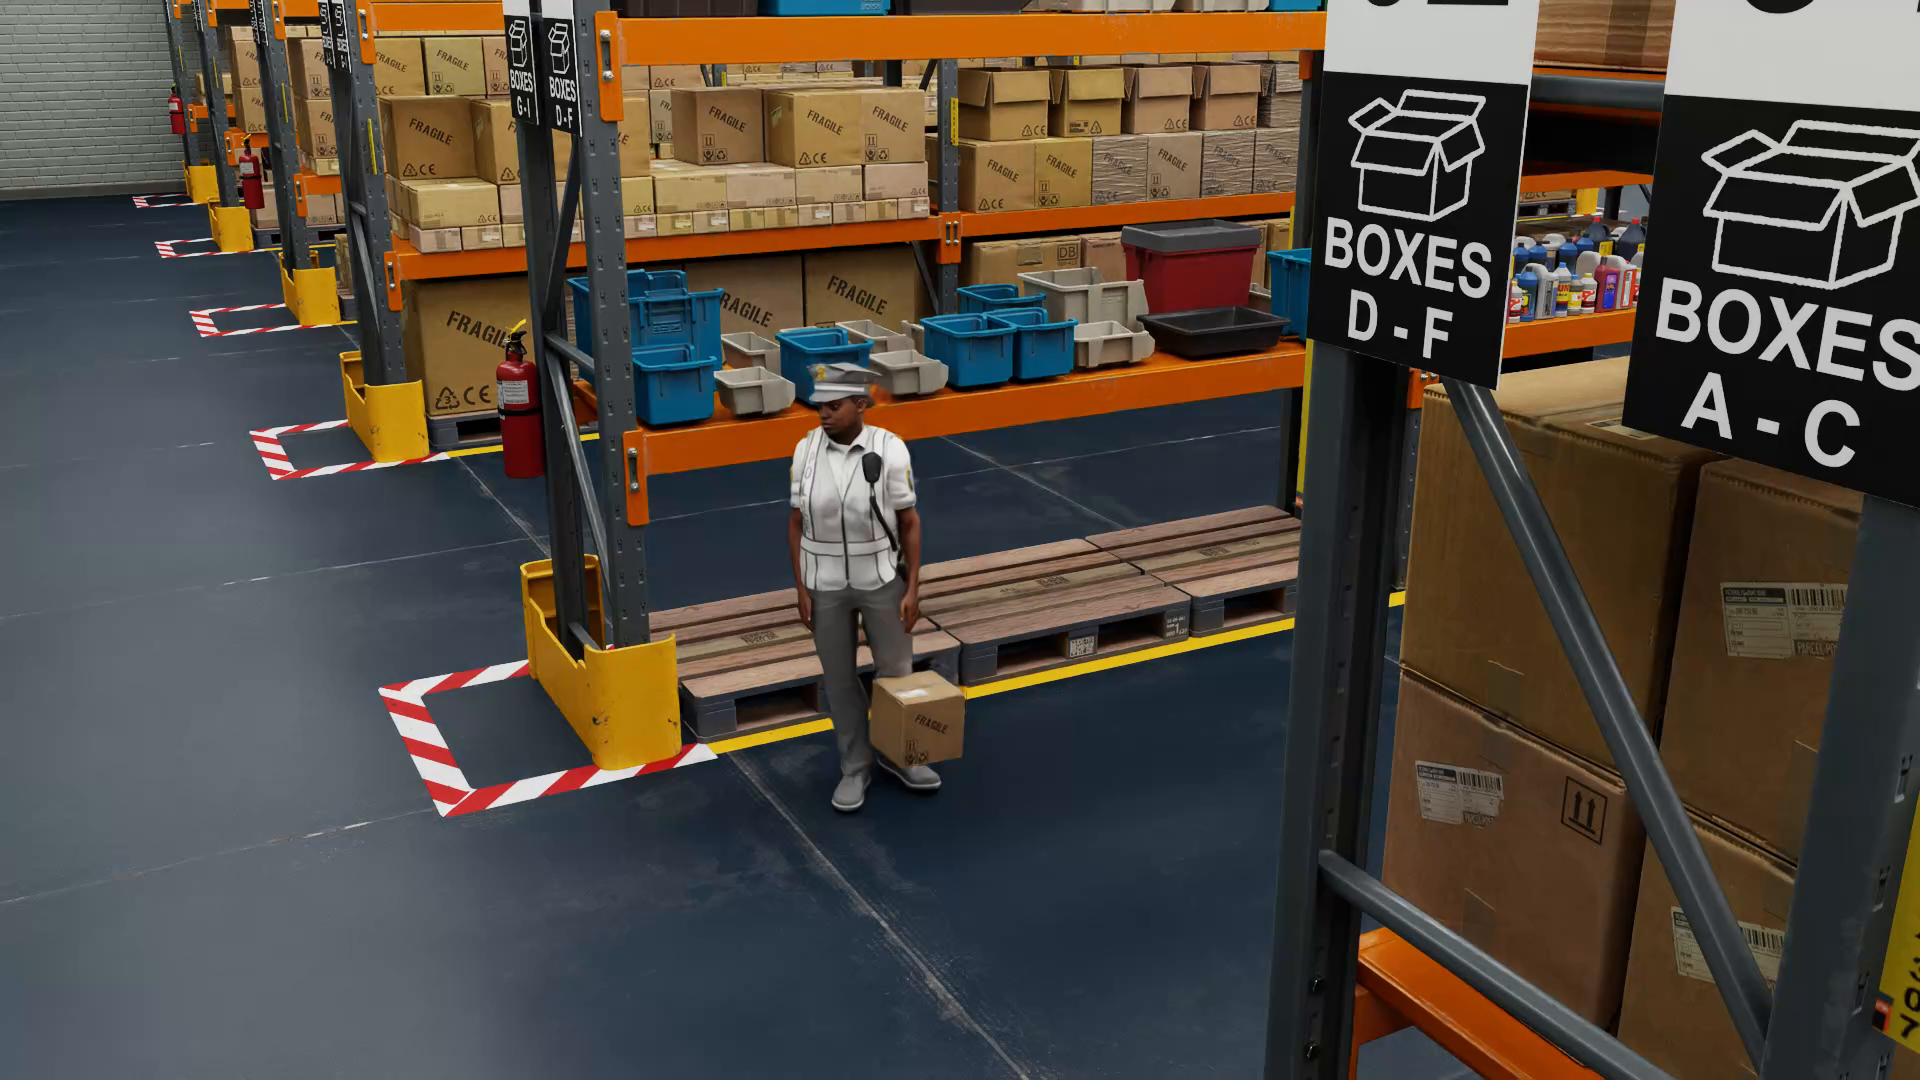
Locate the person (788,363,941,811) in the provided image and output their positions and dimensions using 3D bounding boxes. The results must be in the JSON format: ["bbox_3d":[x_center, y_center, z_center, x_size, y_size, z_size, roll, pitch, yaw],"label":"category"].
[{"bbox_3d":[-0.346,0.161,6.041,0.544,1.679,0.402,1,19,4],"label":"person"}]
